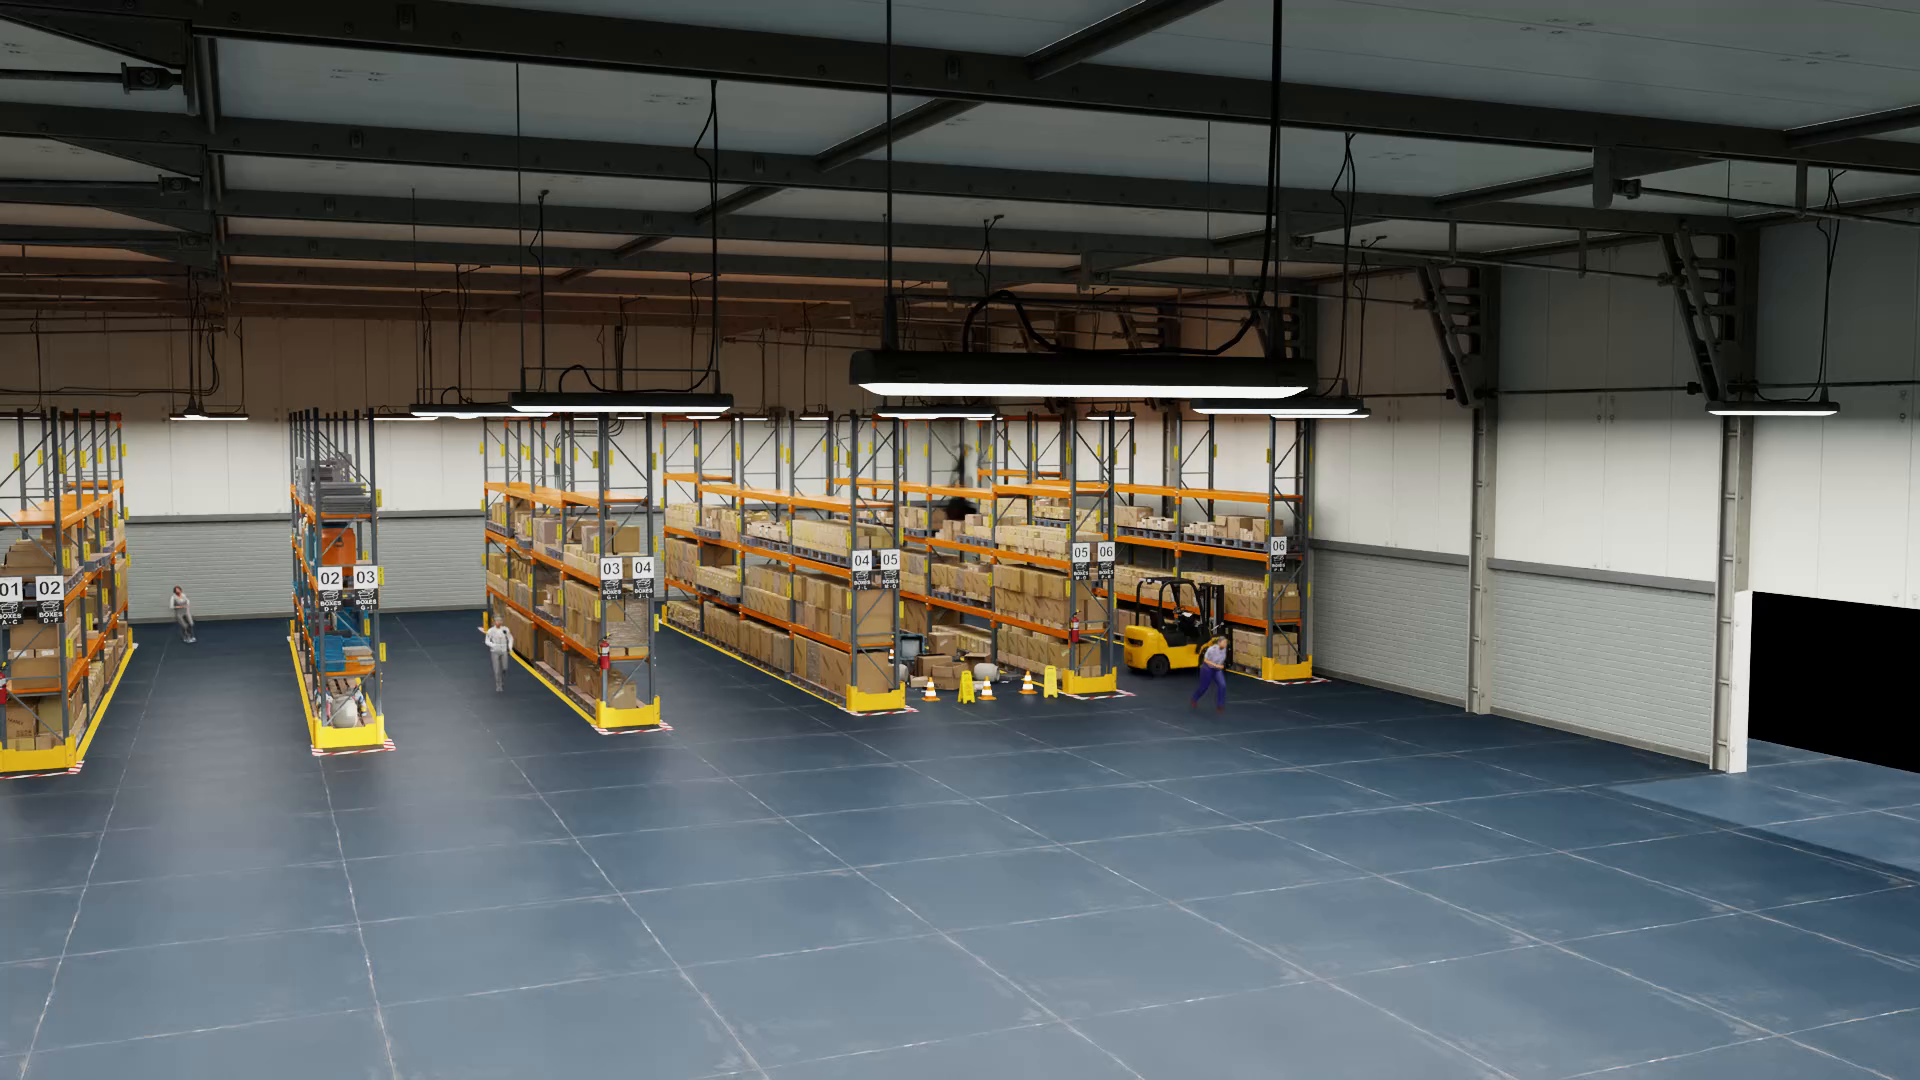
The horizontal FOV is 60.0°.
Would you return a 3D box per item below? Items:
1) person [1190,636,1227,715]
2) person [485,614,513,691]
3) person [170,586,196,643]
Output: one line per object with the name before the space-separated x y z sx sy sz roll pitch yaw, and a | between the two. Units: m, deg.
person | 4.959 2.663 32.989 0.649 1.612 0.921 -3 5 -38
person | -9.839 2.409 35.575 0.604 1.654 0.531 -2 4 -22
person | -20.177 1.932 43.149 0.594 1.526 0.649 4 6 44
